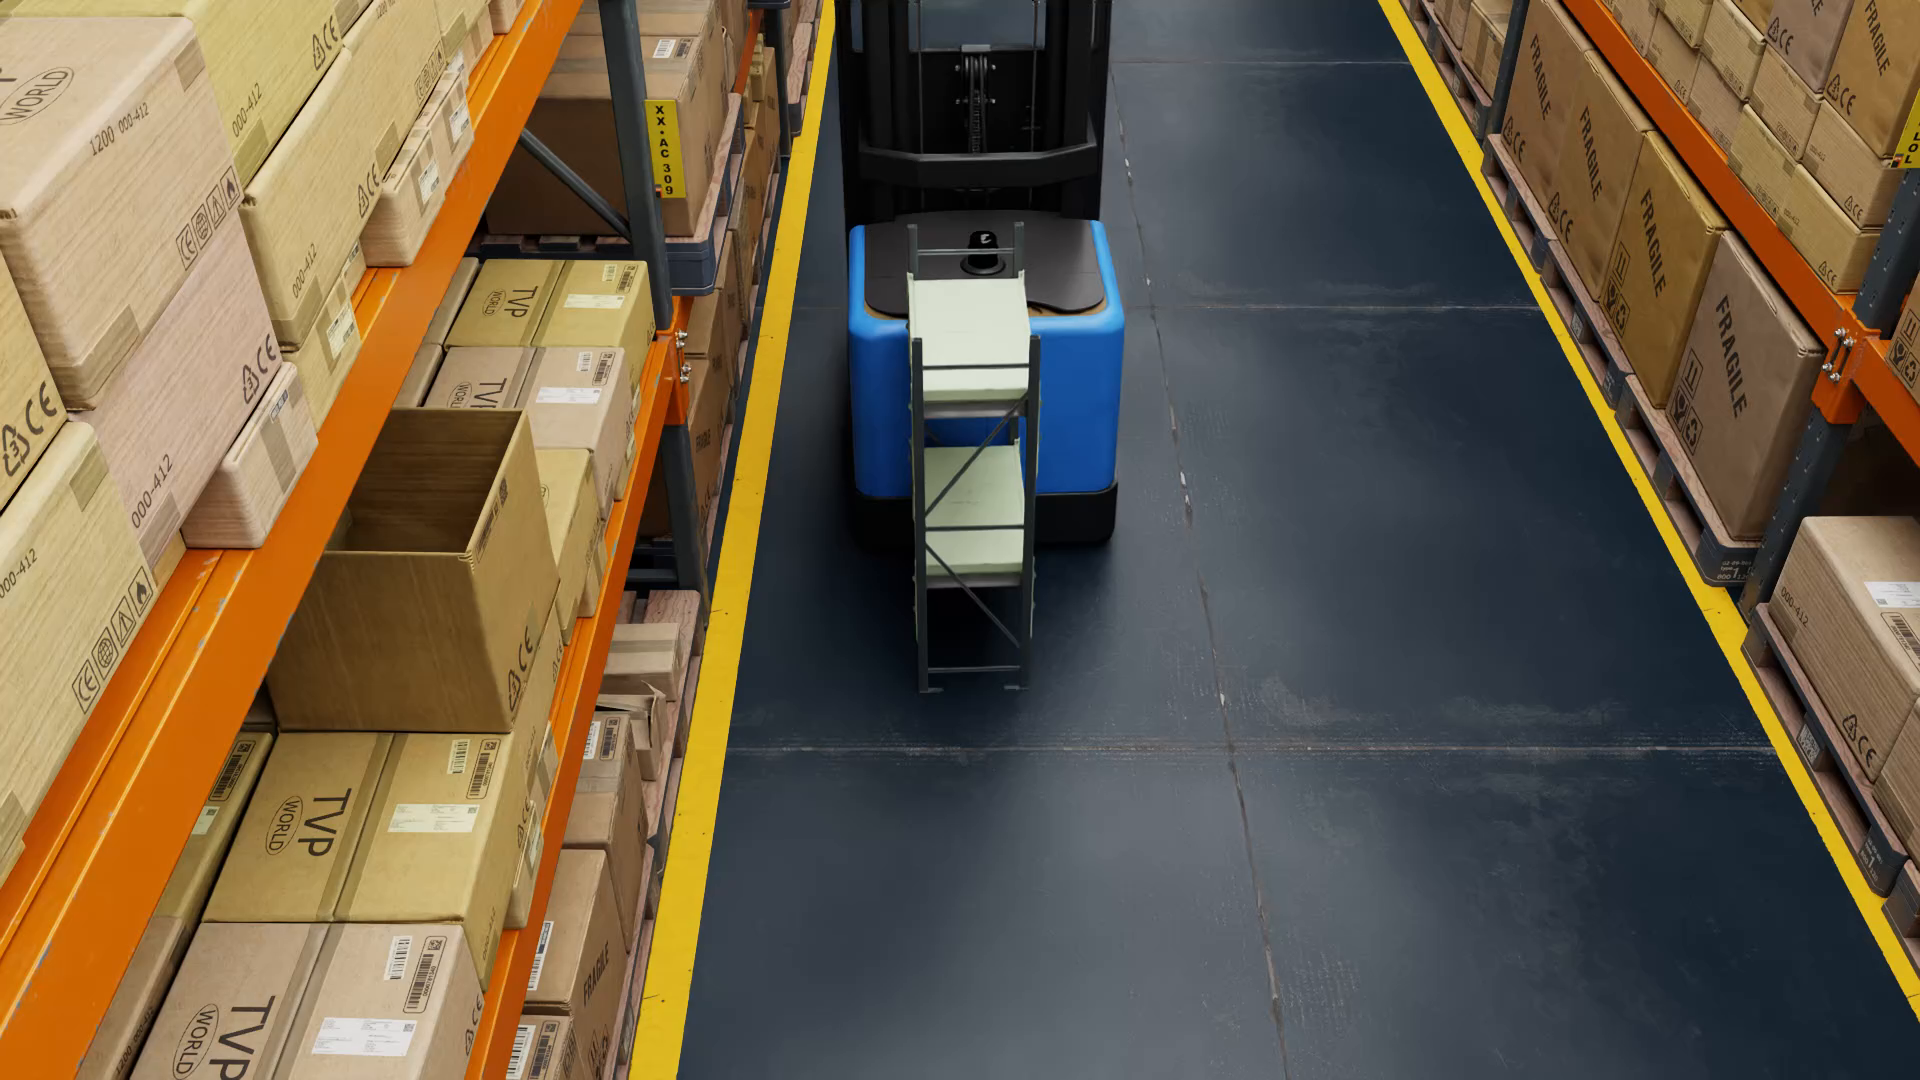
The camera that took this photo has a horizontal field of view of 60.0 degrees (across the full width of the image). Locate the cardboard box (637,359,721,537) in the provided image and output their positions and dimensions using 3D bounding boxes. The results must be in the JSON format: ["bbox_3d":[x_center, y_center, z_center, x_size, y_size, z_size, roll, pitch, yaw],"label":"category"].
[{"bbox_3d":[-1.237,-0.363,6.467,0.500,0.500,0.500,2,39,2],"label":"cardboard box"}]

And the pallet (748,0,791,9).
[{"bbox_3d":[-1.395,-2.874,8.091,1.213,0.211,1.003,0,39,0],"label":"pallet"}]

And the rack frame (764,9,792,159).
[{"bbox_3d":[-1.466,-3.373,8.560,1.000,3.000,0.127,0,39,0],"label":"rack frame"}]

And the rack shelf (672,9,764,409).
[{"bbox_3d":[-1.464,-1.841,7.224,1.077,0.370,4.000,0,39,0],"label":"rack shelf"}]

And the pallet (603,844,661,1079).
[{"bbox_3d":[-1.458,1.411,4.821,1.003,0.211,1.213,0,39,0],"label":"pallet"}]

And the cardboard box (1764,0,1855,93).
[{"bbox_3d":[3.242,-1.909,5.854,0.500,0.500,0.500,1,39,1],"label":"cardboard box"}]

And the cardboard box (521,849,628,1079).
[{"bbox_3d":[-1.226,1.194,4.525,0.500,0.500,0.500,1,39,1],"label":"cardboard box"}]

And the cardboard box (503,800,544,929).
[{"bbox_3d":[-1.135,0.717,3.658,0.380,0.149,0.250,-1,39,-1],"label":"cardboard box"}]

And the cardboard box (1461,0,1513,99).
[{"bbox_3d":[3.507,-2.871,9.699,0.950,0.372,0.625,-2,39,-3],"label":"cardboard box"}]

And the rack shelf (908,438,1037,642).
[{"bbox_3d":[0.035,-0.012,6.087,0.431,0.370,0.720,-2,39,-2],"label":"rack shelf"}]

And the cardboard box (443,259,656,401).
[{"bbox_3d":[-1.217,-0.611,4.996,0.500,0.250,0.500,1,39,1],"label":"cardboard box"}]

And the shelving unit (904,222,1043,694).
[{"bbox_3d":[0.035,-0.266,5.883,0.431,1.500,0.755,-2,39,-2],"label":"shelving unit"}]

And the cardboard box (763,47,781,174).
[{"bbox_3d":[-1.251,-2.297,8.881,0.500,0.500,0.500,1,39,1],"label":"cardboard box"}]

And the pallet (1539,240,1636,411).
[{"bbox_3d":[3.421,-1.037,7.875,1.003,0.211,1.213,0,39,0],"label":"pallet"}]

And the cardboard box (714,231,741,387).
[{"bbox_3d":[-1.244,-1.008,7.272,0.500,0.500,0.500,-1,39,-1],"label":"cardboard box"}]

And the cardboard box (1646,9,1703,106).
[{"bbox_3d":[3.263,-2.056,7.037,0.500,0.250,0.500,0,39,0],"label":"cardboard box"}]

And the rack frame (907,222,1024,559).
[{"bbox_3d":[0.020,-0.495,6.168,0.400,1.500,0.023,-2,39,-2],"label":"rack frame"}]

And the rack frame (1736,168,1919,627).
[{"bbox_3d":[3.502,-0.877,5.446,1.000,3.000,0.127,0,39,0],"label":"rack frame"}]

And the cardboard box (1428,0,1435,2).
[{"bbox_3d":[3.502,-3.806,10.866,0.950,0.372,0.625,1,39,1],"label":"cardboard box"}]

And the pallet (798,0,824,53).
[{"bbox_3d":[-1.427,-3.561,11.024,1.003,0.211,1.213,0,39,0],"label":"pallet"}]

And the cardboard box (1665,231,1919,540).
[{"bbox_3d":[3.421,-0.600,6.463,0.875,0.875,0.875,1,39,1],"label":"cardboard box"}]

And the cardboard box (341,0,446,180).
[{"bbox_3d":[-1.218,-0.837,2.879,0.500,0.250,0.500,-1,39,-1],"label":"cardboard box"}]

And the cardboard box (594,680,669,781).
[{"bbox_3d":[-1.167,0.603,5.449,0.396,0.266,0.258,1,39,2],"label":"cardboard box"}]

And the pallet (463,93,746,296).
[{"bbox_3d":[-1.354,-1.296,6.123,1.003,0.211,1.213,0,39,0],"label":"pallet"}]

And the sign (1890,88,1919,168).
[{"bbox_3d":[2.959,-1.292,5.101,0.100,0.325,0.005,0,39,0],"label":"sign"}]

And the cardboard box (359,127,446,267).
[{"bbox_3d":[-1.130,-0.601,2.903,0.380,0.149,0.250,0,39,0],"label":"cardboard box"}]

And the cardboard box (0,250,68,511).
[{"bbox_3d":[-1.207,-0.071,1.523,0.500,0.250,0.500,0,39,-1],"label":"cardboard box"}]

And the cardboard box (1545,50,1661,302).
[{"bbox_3d":[3.412,-1.724,7.866,0.875,0.875,0.875,0,39,1],"label":"cardboard box"}]

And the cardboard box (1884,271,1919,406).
[{"bbox_3d":[3.241,-0.623,5.048,0.500,0.500,0.500,1,39,1],"label":"cardboard box"}]

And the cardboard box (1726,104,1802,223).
[{"bbox_3d":[3.250,-1.418,6.240,0.500,0.250,0.500,-1,39,-1],"label":"cardboard box"}]

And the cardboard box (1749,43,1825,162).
[{"bbox_3d":[3.250,-1.602,6.071,0.500,0.250,0.500,1,39,1],"label":"cardboard box"}]

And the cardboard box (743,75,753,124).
[{"bbox_3d":[-1.225,-2.170,8.204,0.380,0.149,0.250,-1,39,-2],"label":"cardboard box"}]

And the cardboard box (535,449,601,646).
[{"bbox_3d":[-1.215,0.014,4.215,0.500,0.250,0.500,0,39,0],"label":"cardboard box"}]

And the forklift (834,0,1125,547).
[{"bbox_3d":[0.040,-2.016,6.922,1.130,2.935,3.031,-2,39,-2],"label":"forklift"}]

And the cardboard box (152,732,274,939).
[{"bbox_3d":[-1.718,0.653,3.419,0.500,0.250,0.500,1,39,1],"label":"cardboard box"}]

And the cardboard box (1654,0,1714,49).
[{"bbox_3d":[3.226,-2.246,6.874,0.500,0.250,0.500,1,39,1],"label":"cardboard box"}]

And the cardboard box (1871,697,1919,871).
[{"bbox_3d":[3.397,0.911,4.927,0.875,0.438,0.875,-1,39,-1],"label":"cardboard box"}]

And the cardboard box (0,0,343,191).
[{"bbox_3d":[-1.203,-0.703,2.312,0.500,0.250,0.500,-1,39,-1],"label":"cardboard box"}]

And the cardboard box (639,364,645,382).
[{"bbox_3d":[-1.209,-0.574,5.269,0.380,0.149,0.250,0,39,1],"label":"cardboard box"}]

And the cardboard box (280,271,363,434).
[{"bbox_3d":[-1.140,-0.286,2.511,0.380,0.149,0.250,0,39,0],"label":"cardboard box"}]

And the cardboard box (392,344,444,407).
[{"bbox_3d":[-1.724,-0.306,4.615,0.500,0.250,0.500,0,39,0],"label":"cardboard box"}]

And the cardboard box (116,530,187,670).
[{"bbox_3d":[-1.235,0.034,2.112,0.380,0.149,0.250,0,39,0],"label":"cardboard box"}]

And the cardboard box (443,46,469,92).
[{"bbox_3d":[-1.204,-0.920,3.301,0.380,0.149,0.250,0,39,0],"label":"cardboard box"}]

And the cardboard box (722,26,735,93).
[{"bbox_3d":[-1.080,-1.852,6.434,0.396,0.266,0.258,2,39,2],"label":"cardboard box"}]

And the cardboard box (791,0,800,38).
[{"bbox_3d":[-1.462,-3.409,10.168,0.875,0.625,0.625,1,39,1],"label":"cardboard box"}]

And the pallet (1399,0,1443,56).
[{"bbox_3d":[3.499,-3.540,10.999,1.003,0.211,1.213,0,39,0],"label":"pallet"}]

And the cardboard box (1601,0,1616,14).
[{"bbox_3d":[3.264,-2.693,7.832,0.500,0.250,0.500,-1,39,-1],"label":"cardboard box"}]

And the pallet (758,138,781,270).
[{"bbox_3d":[-1.503,-1.818,8.850,1.003,0.211,1.213,0,39,0],"label":"pallet"}]

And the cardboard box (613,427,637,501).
[{"bbox_3d":[-1.162,-0.249,4.863,0.380,0.149,0.250,1,39,1],"label":"cardboard box"}]

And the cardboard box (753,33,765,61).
[{"bbox_3d":[-1.213,-2.506,8.623,0.380,0.149,0.250,-2,39,-2],"label":"cardboard box"}]

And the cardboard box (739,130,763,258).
[{"bbox_3d":[-1.258,-1.657,8.082,0.500,0.500,0.500,2,39,2],"label":"cardboard box"}]

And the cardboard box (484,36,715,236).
[{"bbox_3d":[-1.239,-1.377,5.654,0.700,0.500,0.500,1,39,1],"label":"cardboard box"}]

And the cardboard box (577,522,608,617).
[{"bbox_3d":[-1.161,0.075,4.459,0.380,0.149,0.250,-1,39,-1],"label":"cardboard box"}]

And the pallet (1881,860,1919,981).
[{"bbox_3d":[3.429,1.451,4.770,1.003,0.211,1.213,0,39,0],"label":"pallet"}]

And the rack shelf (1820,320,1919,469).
[{"bbox_3d":[3.504,0.654,4.110,1.077,0.370,4.000,0,39,0],"label":"rack shelf"}]

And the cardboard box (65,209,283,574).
[{"bbox_3d":[-1.206,-0.194,2.076,0.500,0.250,0.500,1,39,1],"label":"cardboard box"}]

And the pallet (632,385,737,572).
[{"bbox_3d":[-1.501,-0.292,6.946,1.003,0.211,1.213,0,39,0],"label":"pallet"}]

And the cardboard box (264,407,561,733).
[{"bbox_3d":[-1.190,0.058,3.562,0.500,0.500,0.500,1,39,1],"label":"cardboard box"}]

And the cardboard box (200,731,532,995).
[{"bbox_3d":[-1.193,0.656,3.415,0.500,0.250,0.500,-1,39,-1],"label":"cardboard box"}]

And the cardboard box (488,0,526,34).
[{"bbox_3d":[-1.181,-1.245,3.707,0.380,0.149,0.250,0,39,0],"label":"cardboard box"}]
